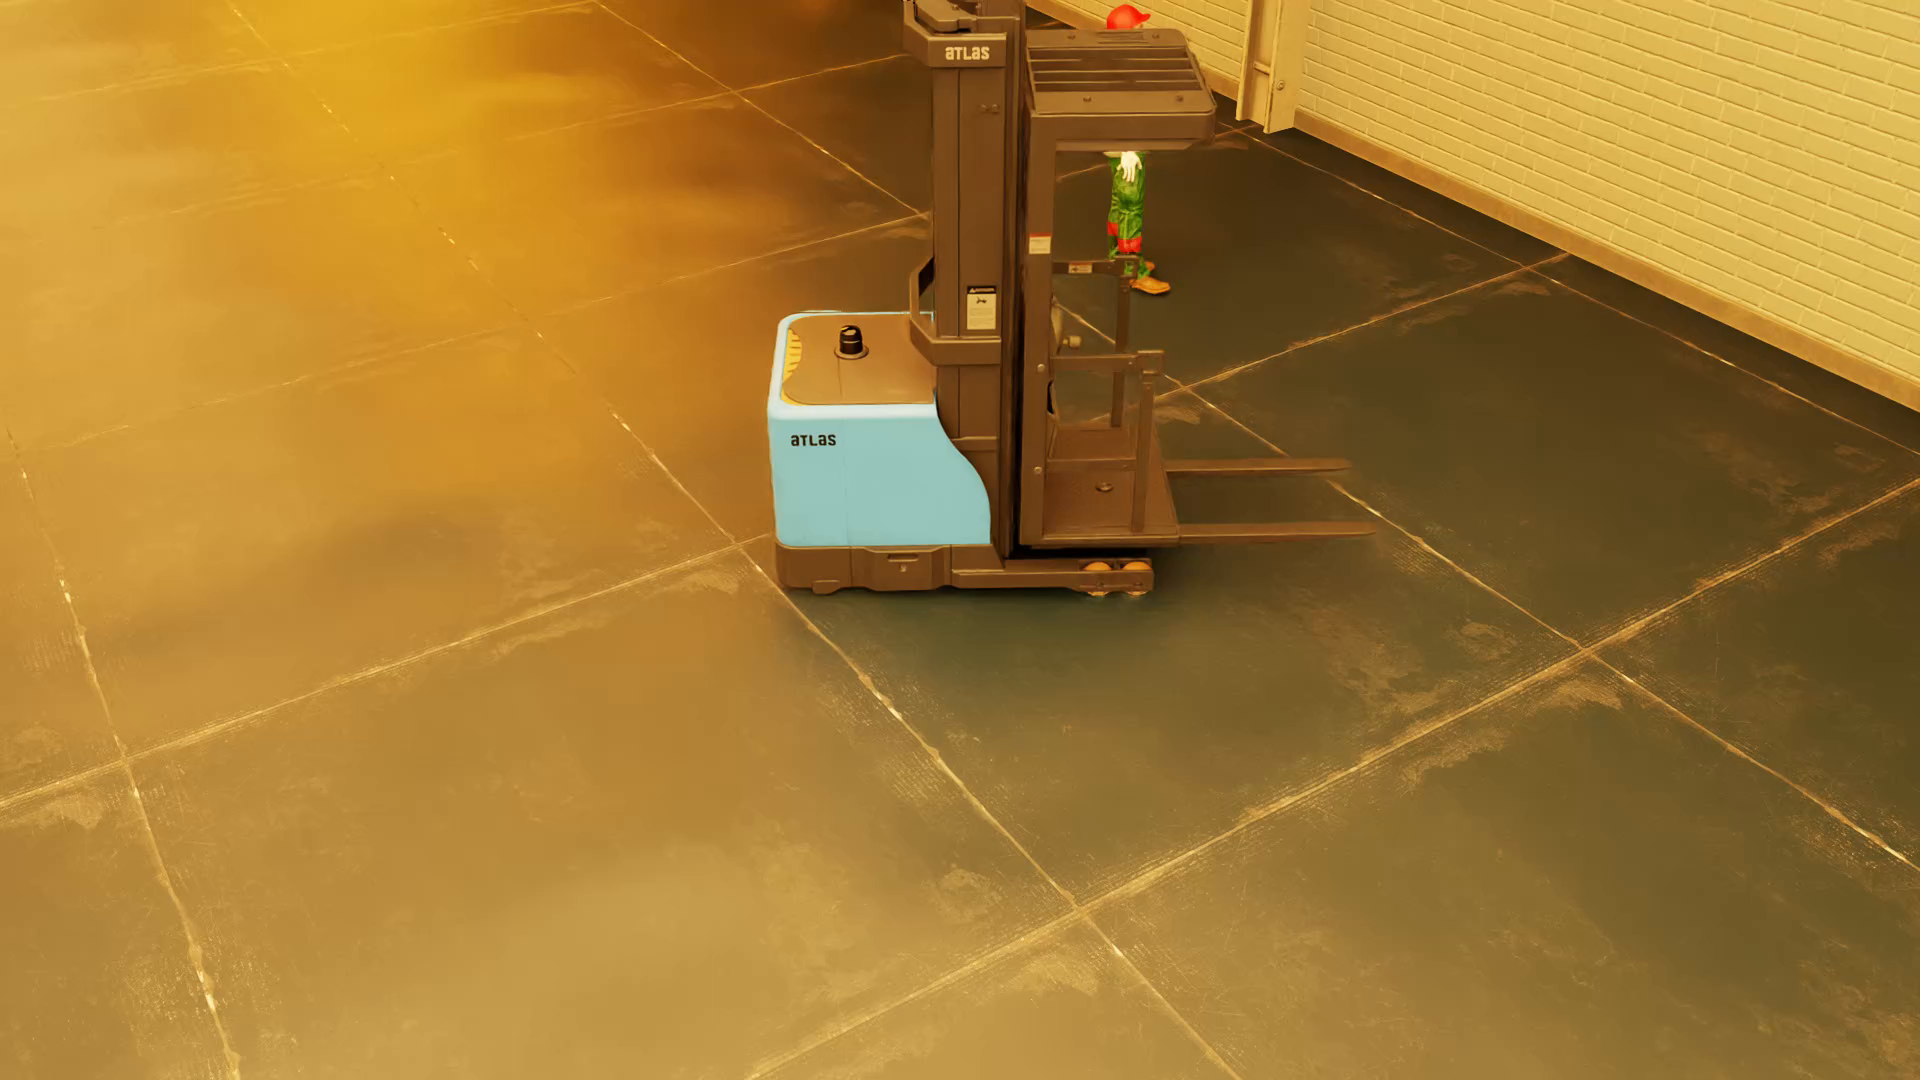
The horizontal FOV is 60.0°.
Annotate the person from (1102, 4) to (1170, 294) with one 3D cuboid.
[{"bbox_3d":[1.151,-2.537,10.739,0.566,1.786,0.638,5,35,8],"label":"person"}]

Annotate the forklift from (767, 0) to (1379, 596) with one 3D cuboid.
[{"bbox_3d":[0.587,-1.227,7.893,3.031,2.935,1.130,-1,35,-1],"label":"forklift"}]
